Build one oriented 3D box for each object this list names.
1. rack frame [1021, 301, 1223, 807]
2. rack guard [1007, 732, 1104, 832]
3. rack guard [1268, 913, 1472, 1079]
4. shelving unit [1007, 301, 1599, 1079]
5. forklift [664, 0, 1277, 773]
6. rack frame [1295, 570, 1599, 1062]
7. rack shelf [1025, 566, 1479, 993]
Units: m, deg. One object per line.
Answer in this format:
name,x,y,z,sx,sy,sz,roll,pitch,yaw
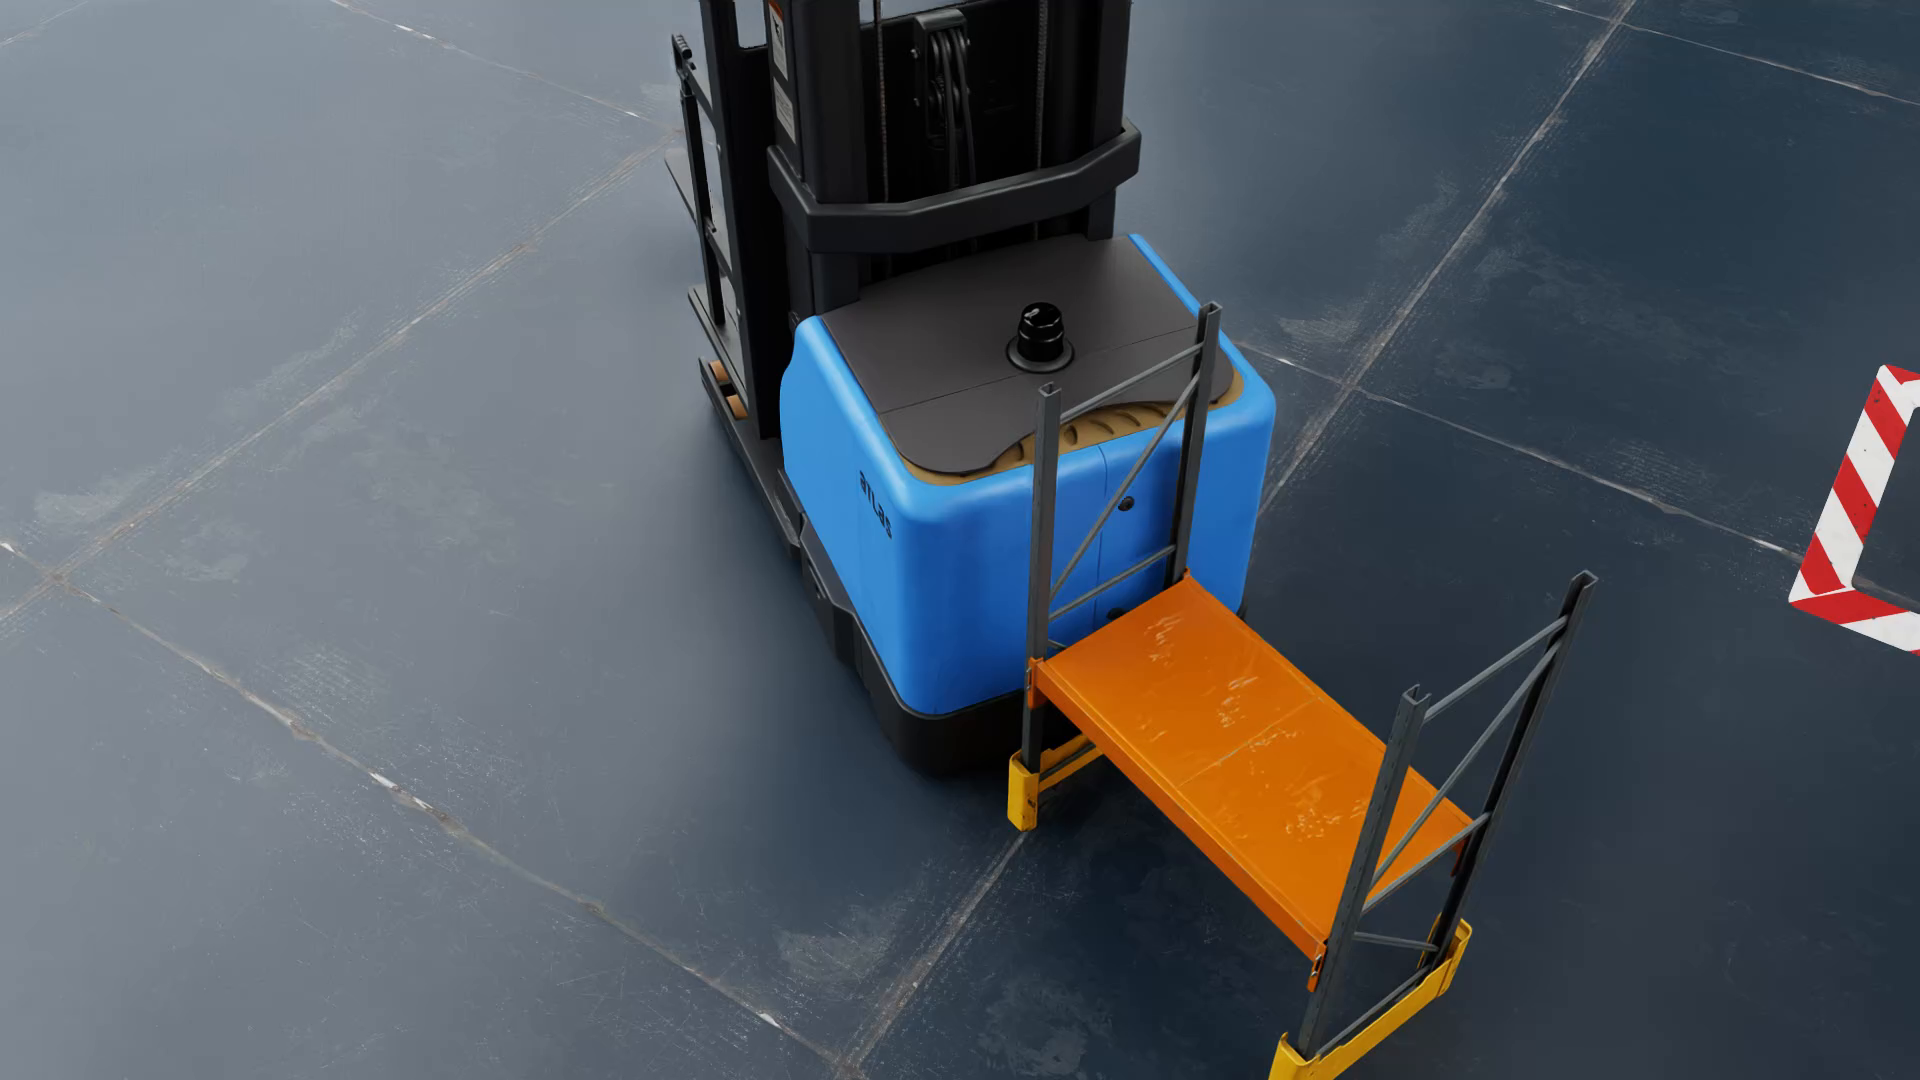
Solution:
rack frame,0.369,0.110,4.097,0.500,1.500,0.032,-28,52,-25
rack guard,0.381,0.557,4.535,0.587,0.250,0.087,-28,52,-25
rack guard,0.978,1.128,3.979,0.587,0.250,0.087,-28,52,-25
shelving unit,0.679,0.407,3.809,0.587,1.500,1.083,-28,52,-25
forklift,-0.234,-1.458,4.623,1.130,2.935,3.031,-17,48,-16
rack frame,0.979,0.693,3.531,0.500,1.500,0.032,-28,52,-25
rack shelf,0.674,0.527,3.943,0.538,0.185,1.000,-28,52,-25
